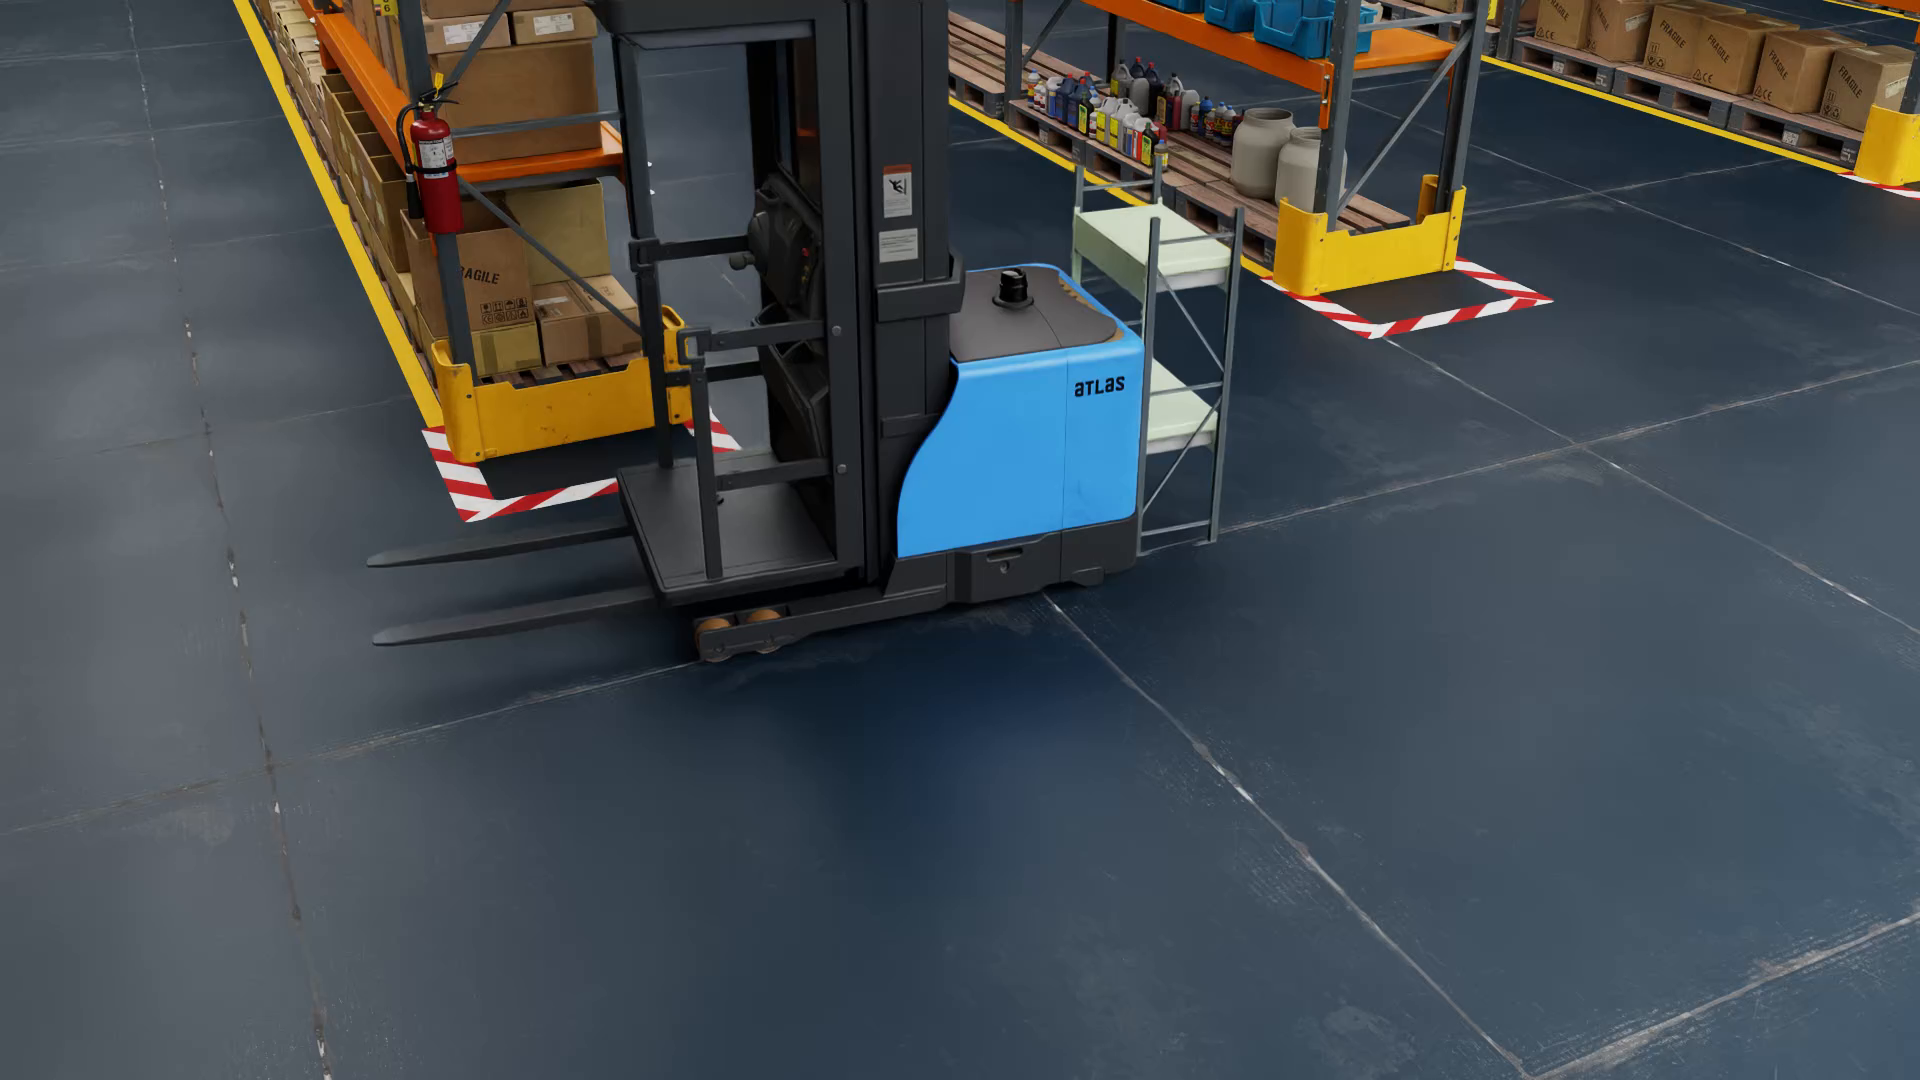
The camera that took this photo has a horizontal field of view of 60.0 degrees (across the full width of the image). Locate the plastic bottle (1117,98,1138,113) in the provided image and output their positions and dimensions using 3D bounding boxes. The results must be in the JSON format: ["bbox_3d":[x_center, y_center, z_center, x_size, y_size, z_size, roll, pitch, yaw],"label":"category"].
[{"bbox_3d":[1.183,-3.008,11.882,0.152,0.276,0.135,-13,32,-22],"label":"plastic bottle"}]

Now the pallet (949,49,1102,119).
[{"bbox_3d":[0.452,-3.799,13.809,1.003,0.211,1.213,-13,32,-22],"label":"pallet"}]

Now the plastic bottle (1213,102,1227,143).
[{"bbox_3d":[1.854,-2.974,11.826,0.097,0.271,0.097,0,29,0],"label":"plastic bottle"}]

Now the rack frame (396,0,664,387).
[{"bbox_3d":[-1.934,-1.871,7.520,1.000,3.000,0.127,-13,32,-22],"label":"rack frame"}]

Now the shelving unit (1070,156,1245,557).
[{"bbox_3d":[0.799,-0.784,7.114,0.431,1.500,0.755,-10,31,-17],"label":"shelving unit"}]

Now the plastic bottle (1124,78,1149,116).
[{"bbox_3d":[1.320,-3.330,12.456,0.152,0.276,0.135,-13,32,-22],"label":"plastic bottle"}]

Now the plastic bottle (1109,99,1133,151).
[{"bbox_3d":[1.139,-2.916,11.642,0.144,0.351,0.185,-12,31,-20],"label":"plastic bottle"}]

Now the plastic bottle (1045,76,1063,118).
[{"bbox_3d":[0.729,-3.311,12.422,0.152,0.276,0.135,-12,31,-20],"label":"plastic bottle"}]

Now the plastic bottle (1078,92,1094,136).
[{"bbox_3d":[0.910,-3.075,11.994,0.061,0.283,0.133,-12,31,-20],"label":"plastic bottle"}]

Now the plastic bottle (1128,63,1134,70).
[{"bbox_3d":[1.329,-3.541,12.825,0.061,0.283,0.133,-11,31,-20],"label":"plastic bottle"}]

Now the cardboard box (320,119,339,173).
[{"bbox_3d":[-4.091,-2.744,11.459,0.500,0.250,0.500,-13,32,-22],"label":"cardboard box"}]

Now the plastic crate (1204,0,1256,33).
[{"bbox_3d":[1.783,-3.291,10.205,0.499,0.251,0.408,-13,32,-22],"label":"plastic crate"}]

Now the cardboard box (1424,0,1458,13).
[{"bbox_3d":[4.866,-5.309,15.756,0.700,0.500,0.500,-13,32,-22],"label":"cardboard box"}]

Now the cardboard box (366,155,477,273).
[{"bbox_3d":[-2.875,-1.795,9.000,0.500,0.500,0.500,-13,32,-22],"label":"cardboard box"}]

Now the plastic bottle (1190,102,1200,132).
[{"bbox_3d":[1.724,-3.078,12.083,0.097,0.201,0.097,0,29,0],"label":"plastic bottle"}]

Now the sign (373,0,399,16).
[{"bbox_3d":[-2.430,-2.372,6.987,0.100,0.325,0.005,-13,32,-22],"label":"sign"}]

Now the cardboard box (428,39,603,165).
[{"bbox_3d":[-2.123,-2.124,7.869,0.700,0.500,0.500,-13,32,-22],"label":"cardboard box"}]

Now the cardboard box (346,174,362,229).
[{"bbox_3d":[-3.516,-2.132,10.367,0.500,0.250,0.500,-13,32,-22],"label":"cardboard box"}]

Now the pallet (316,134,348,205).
[{"bbox_3d":[-4.003,-2.739,11.919,1.003,0.211,1.213,-13,32,-22],"label":"pallet"}]

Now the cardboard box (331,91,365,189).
[{"bbox_3d":[-3.513,-2.459,10.184,0.500,0.500,0.500,-13,32,-22],"label":"cardboard box"}]

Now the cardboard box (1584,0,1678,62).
[{"bbox_3d":[5.686,-4.373,14.108,0.500,0.500,0.500,-3,29,-6],"label":"cardboard box"}]

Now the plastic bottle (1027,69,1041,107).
[{"bbox_3d":[0.565,-3.446,12.668,0.097,0.271,0.097,0,29,0],"label":"plastic bottle"}]

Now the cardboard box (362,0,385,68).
[{"bbox_3d":[-3.011,-3.033,9.490,0.700,0.500,0.500,-13,32,-21],"label":"cardboard box"}]

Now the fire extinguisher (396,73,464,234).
[{"bbox_3d":[-2.303,-1.688,7.272,0.296,0.674,0.183,-13,32,-22],"label":"fire extinguisher"}]

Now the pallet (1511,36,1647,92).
[{"bbox_3d":[5.618,-4.211,14.544,1.003,0.211,1.213,-13,32,-22],"label":"pallet"}]

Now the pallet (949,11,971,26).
[{"bbox_3d":[-0.595,-4.877,15.732,1.003,0.211,1.213,-13,32,-22],"label":"pallet"}]

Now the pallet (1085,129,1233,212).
[{"bbox_3d":[1.603,-2.615,11.698,1.003,0.211,1.213,-13,32,-22],"label":"pallet"}]

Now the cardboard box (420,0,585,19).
[{"bbox_3d":[-2.145,-2.713,7.593,0.700,0.500,0.500,-13,32,-22],"label":"cardboard box"}]

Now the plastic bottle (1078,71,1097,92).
[{"bbox_3d":[0.926,-3.300,12.326,0.144,0.351,0.185,-13,32,-22],"label":"plastic bottle"}]

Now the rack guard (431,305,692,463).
[{"bbox_3d":[-1.923,-0.770,8.113,1.175,0.500,0.348,-13,32,-22],"label":"rack guard"}]

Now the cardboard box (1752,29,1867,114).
[{"bbox_3d":[6.474,-3.579,12.692,0.500,0.500,0.500,-5,30,-9],"label":"cardboard box"}]

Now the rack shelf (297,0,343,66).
[{"bbox_3d":[-4.510,-4.208,12.423,1.077,0.370,4.000,-13,32,-22],"label":"rack shelf"}]

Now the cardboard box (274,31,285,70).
[{"bbox_3d":[-5.409,-4.096,13.870,0.500,0.250,0.500,-13,32,-22],"label":"cardboard box"}]

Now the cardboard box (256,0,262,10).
[{"bbox_3d":[-6.434,-5.330,15.794,0.500,0.500,0.500,-14,32,-24],"label":"cardboard box"}]

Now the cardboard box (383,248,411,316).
[{"bbox_3d":[-2.873,-1.469,9.185,0.500,0.250,0.500,-13,32,-22],"label":"cardboard box"}]

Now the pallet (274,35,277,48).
[{"bbox_3d":[-5.655,-4.527,15.107,1.003,0.211,1.213,-13,32,-22],"label":"pallet"}]

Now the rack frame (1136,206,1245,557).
[{"bbox_3d":[0.923,-0.615,6.814,0.400,1.500,0.023,-10,31,-17],"label":"rack frame"}]

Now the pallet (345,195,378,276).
[{"bbox_3d":[-3.347,-2.062,10.711,1.003,0.211,1.213,-13,32,-22],"label":"pallet"}]

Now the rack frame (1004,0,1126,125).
[{"bbox_3d":[0.824,-4.677,12.523,1.000,3.000,0.127,-13,32,-22],"label":"rack frame"}]

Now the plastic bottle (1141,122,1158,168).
[{"bbox_3d":[1.290,-2.684,11.297,0.061,0.283,0.133,-12,32,-21],"label":"plastic bottle"}]

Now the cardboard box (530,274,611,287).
[{"bbox_3d":[-2.181,-1.359,8.988,0.500,0.250,0.500,-13,32,-22],"label":"cardboard box"}]

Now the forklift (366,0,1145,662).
[{"bbox_3d":[-0.839,-1.099,6.213,3.031,2.935,1.130,-10,31,-17],"label":"forklift"}]

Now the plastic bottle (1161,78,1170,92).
[{"bbox_3d":[1.551,-3.312,12.417,0.061,0.283,0.133,-11,31,-19],"label":"plastic bottle"}]

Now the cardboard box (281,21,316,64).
[{"bbox_3d":[-4.959,-3.885,12.919,0.500,0.311,0.500,-14,32,-23],"label":"cardboard box"}]

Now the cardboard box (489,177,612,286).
[{"bbox_3d":[-2.179,-1.686,8.806,0.500,0.500,0.500,-13,32,-22],"label":"cardboard box"}]

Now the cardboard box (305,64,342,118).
[{"bbox_3d":[-4.313,-3.214,11.723,0.500,0.311,0.500,-12,32,-21],"label":"cardboard box"}]

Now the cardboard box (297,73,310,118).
[{"bbox_3d":[-4.744,-3.419,12.663,0.500,0.250,0.500,-12,32,-21],"label":"cardboard box"}]
